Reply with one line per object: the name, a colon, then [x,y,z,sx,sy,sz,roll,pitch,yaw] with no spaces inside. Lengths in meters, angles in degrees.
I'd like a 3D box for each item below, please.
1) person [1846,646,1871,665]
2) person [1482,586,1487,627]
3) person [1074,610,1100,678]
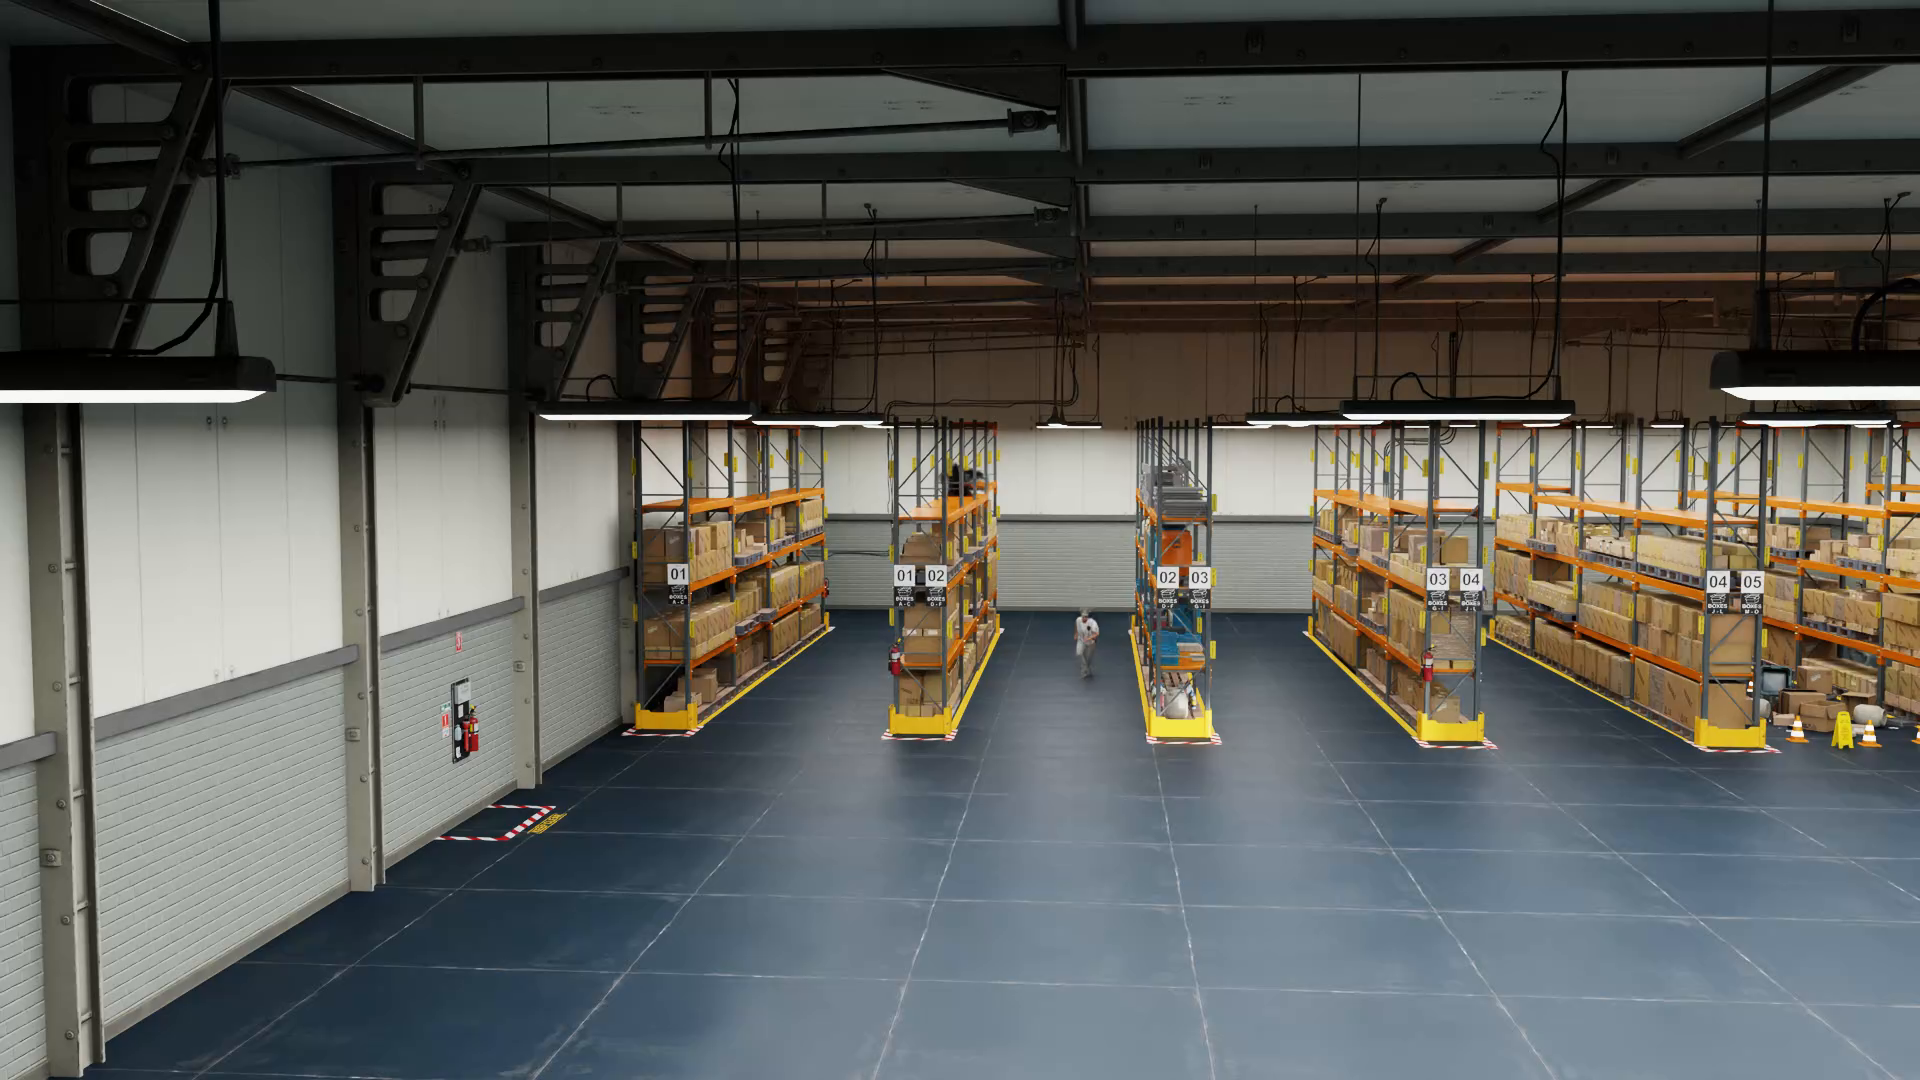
person: [21.603,2.297,39.996,0.627,1.661,0.728,0,4,-6]
person: [14.673,1.832,47.335,0.587,1.629,0.946,3,5,43]
person: [2.976,2.387,38.835,0.673,1.585,1.093,1,4,17]
